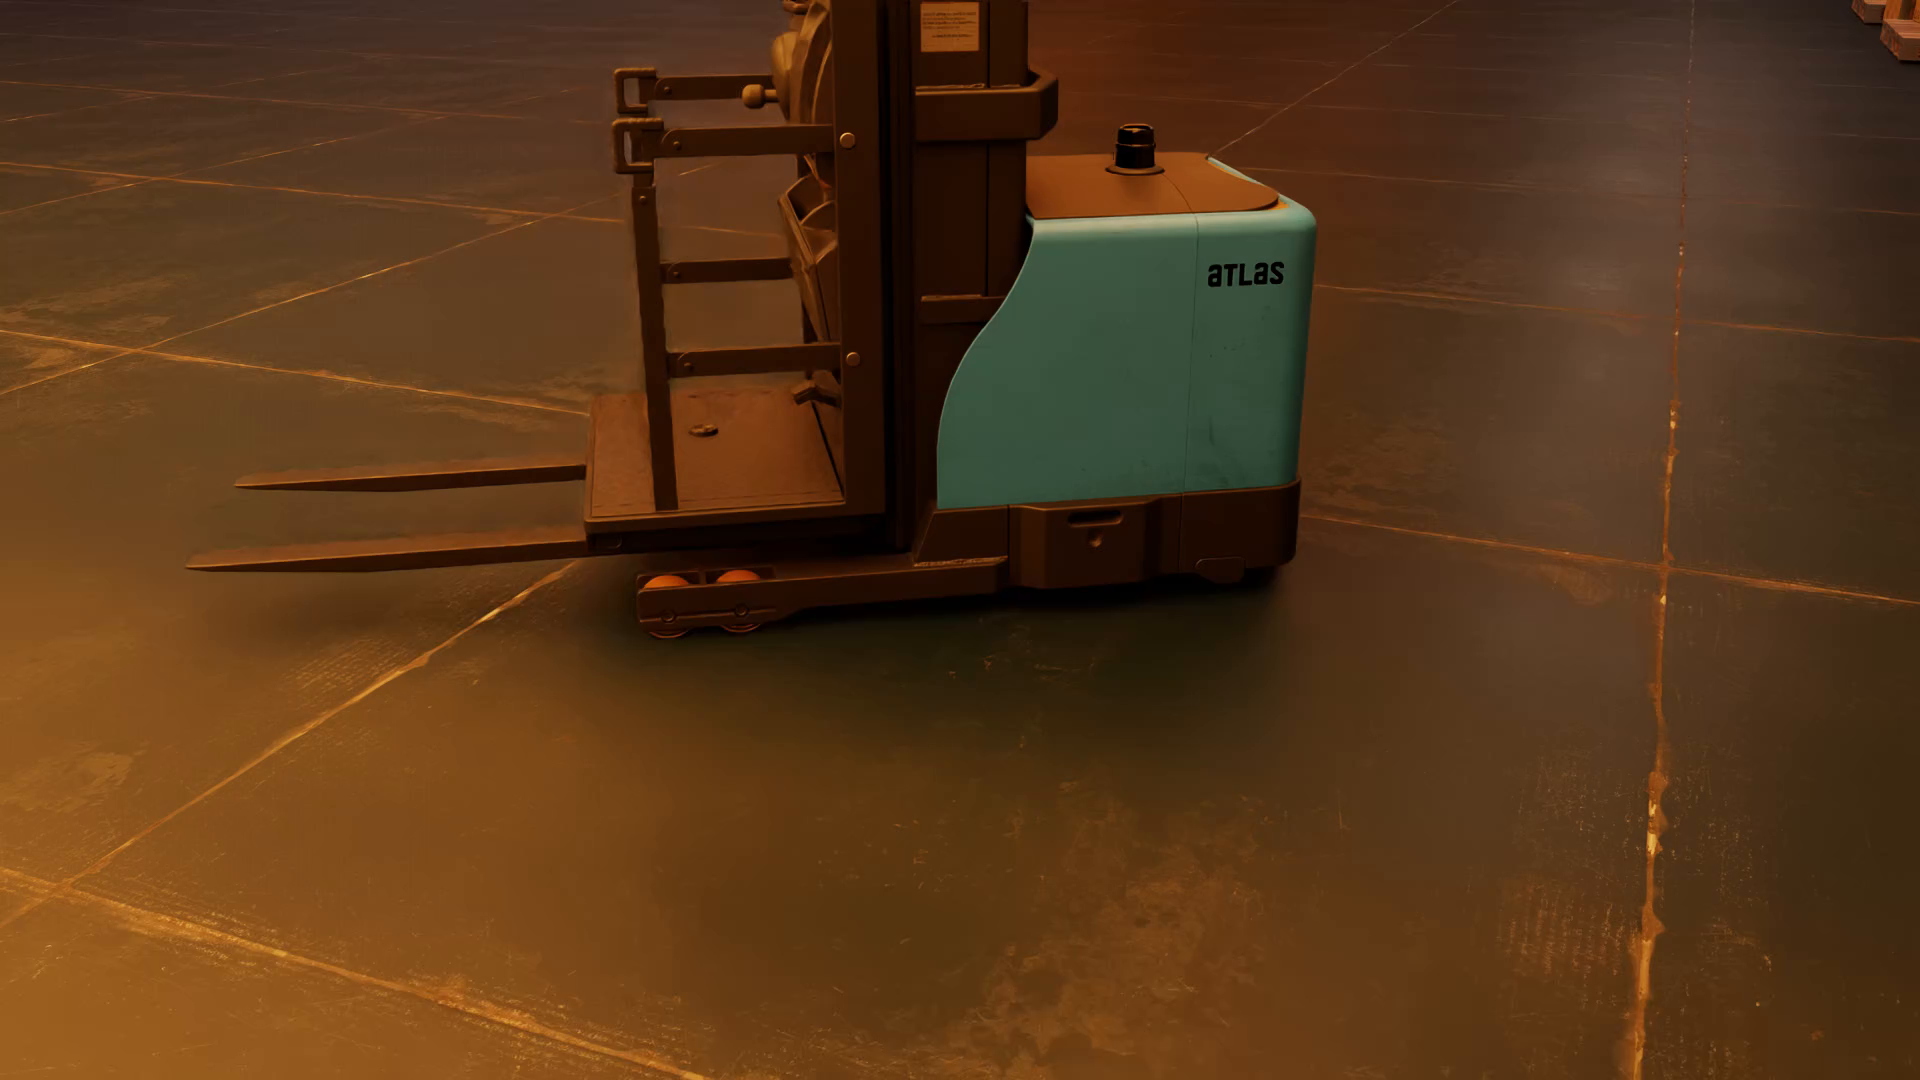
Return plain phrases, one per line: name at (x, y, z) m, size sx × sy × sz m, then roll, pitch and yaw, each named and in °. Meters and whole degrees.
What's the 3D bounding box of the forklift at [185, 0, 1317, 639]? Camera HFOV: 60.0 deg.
forklift at (-0.600, -1.309, 4.423) m, size 3.031 × 2.935 × 1.130 m, roll -4°, pitch 23°, yaw -10°
